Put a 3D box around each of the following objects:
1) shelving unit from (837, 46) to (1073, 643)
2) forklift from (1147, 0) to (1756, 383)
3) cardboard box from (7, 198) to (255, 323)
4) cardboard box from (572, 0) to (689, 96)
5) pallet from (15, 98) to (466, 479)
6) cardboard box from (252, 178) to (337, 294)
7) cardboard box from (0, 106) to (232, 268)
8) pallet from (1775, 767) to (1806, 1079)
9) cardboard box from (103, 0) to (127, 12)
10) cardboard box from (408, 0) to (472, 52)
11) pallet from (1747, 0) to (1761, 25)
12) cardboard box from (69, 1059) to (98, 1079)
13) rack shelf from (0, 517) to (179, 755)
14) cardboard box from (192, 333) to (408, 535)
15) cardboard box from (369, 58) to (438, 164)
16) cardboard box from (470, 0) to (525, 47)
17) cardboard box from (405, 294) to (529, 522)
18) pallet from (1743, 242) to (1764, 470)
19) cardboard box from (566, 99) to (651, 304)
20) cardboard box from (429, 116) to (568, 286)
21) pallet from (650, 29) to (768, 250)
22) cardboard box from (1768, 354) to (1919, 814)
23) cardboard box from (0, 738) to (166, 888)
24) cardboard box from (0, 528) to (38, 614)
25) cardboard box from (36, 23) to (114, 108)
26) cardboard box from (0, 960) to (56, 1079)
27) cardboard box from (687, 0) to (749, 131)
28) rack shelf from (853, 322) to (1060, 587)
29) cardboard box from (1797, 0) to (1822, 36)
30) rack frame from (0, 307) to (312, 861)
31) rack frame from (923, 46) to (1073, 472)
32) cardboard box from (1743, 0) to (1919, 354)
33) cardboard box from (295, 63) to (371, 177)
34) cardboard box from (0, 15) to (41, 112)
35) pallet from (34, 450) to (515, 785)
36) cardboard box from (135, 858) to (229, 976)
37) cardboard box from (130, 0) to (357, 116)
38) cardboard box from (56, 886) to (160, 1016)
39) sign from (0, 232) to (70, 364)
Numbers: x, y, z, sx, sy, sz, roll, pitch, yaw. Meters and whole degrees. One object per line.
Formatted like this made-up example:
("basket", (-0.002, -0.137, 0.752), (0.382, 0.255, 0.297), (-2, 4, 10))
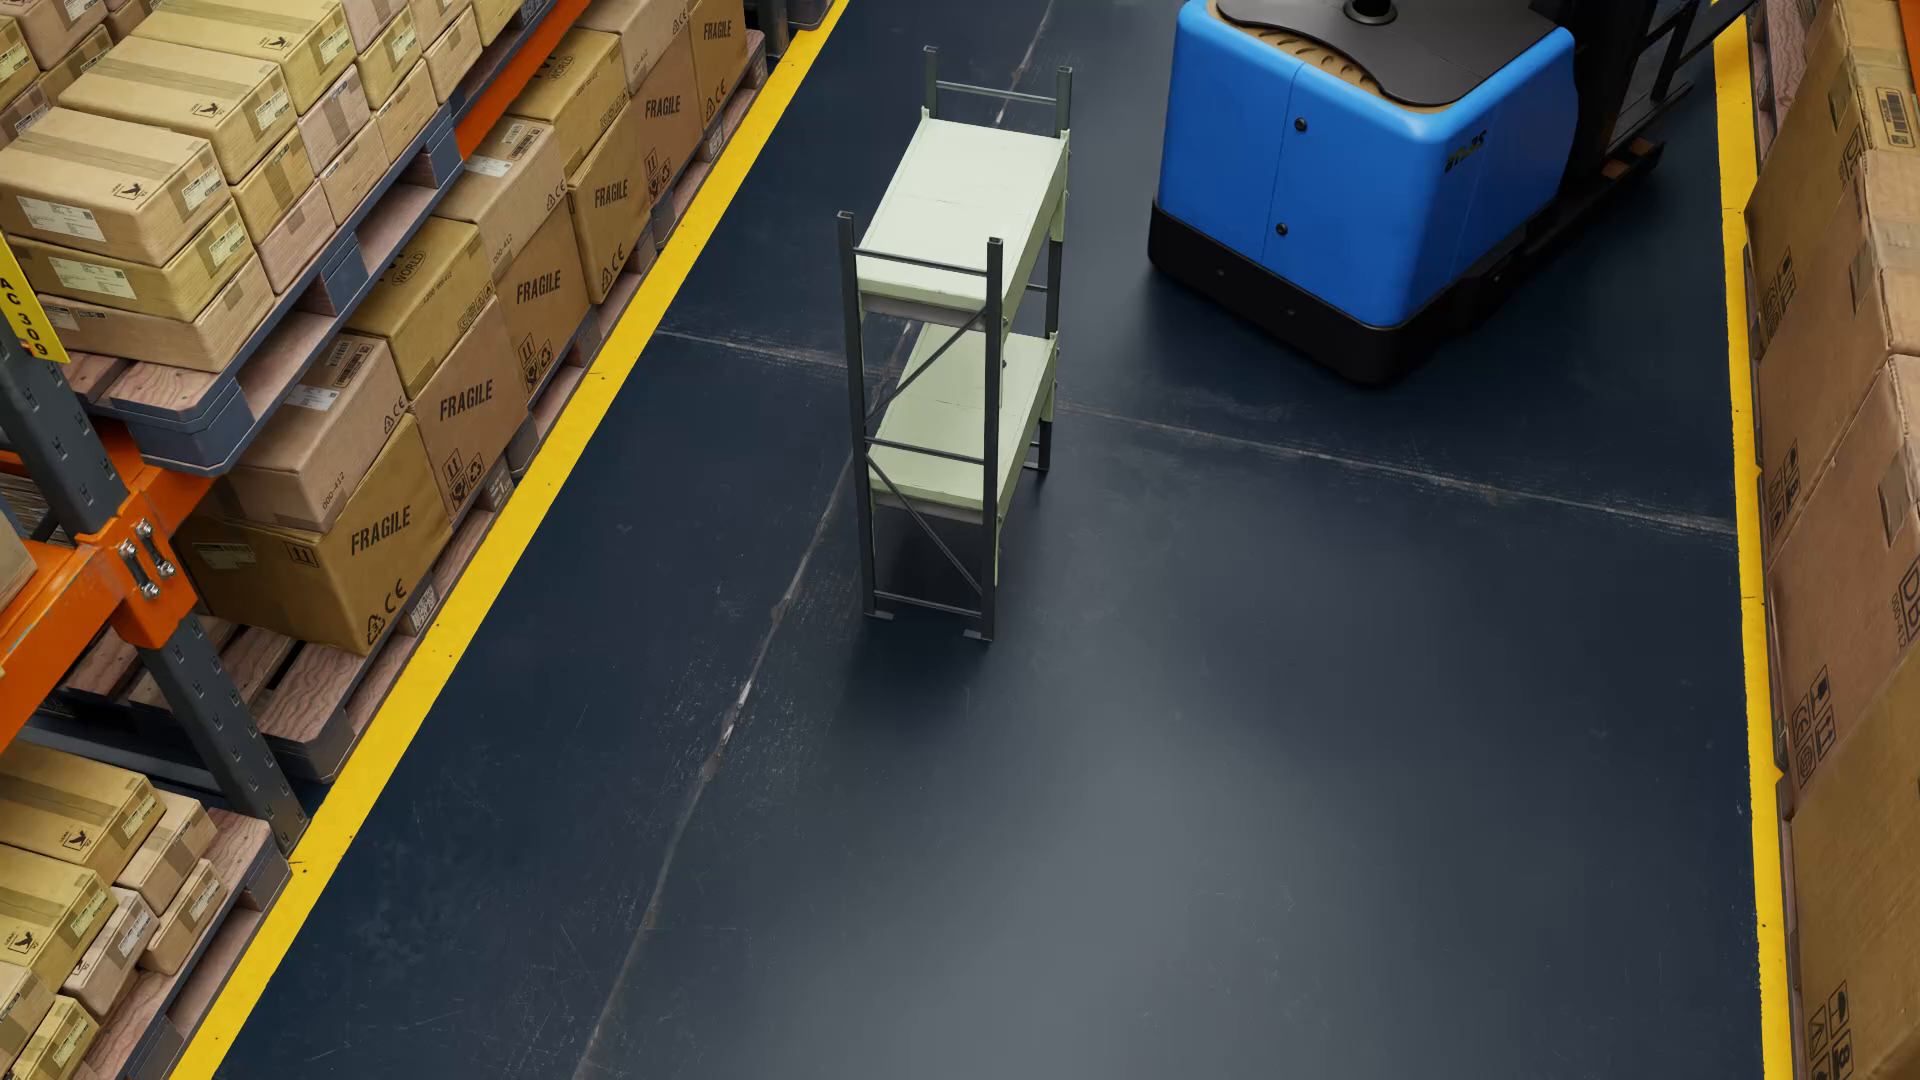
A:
("shelving unit", (0.002, -0.501, 4.692), (0.431, 1.500, 0.755), (12, 50, 10))
("forklift", (2.075, -2.504, 5.505), (1.130, 2.935, 3.031), (36, 58, 28))
("cardboard box", (-1.732, -0.620, 3.486), (0.380, 0.149, 0.250), (12, 50, 11))
("cardboard box", (-1.276, -1.811, 5.735), (0.500, 0.250, 0.500), (12, 50, 11))
("pallet", (-1.938, -0.732, 4.023), (1.003, 0.211, 1.213), (12, 50, 10))
("cardboard box", (-1.664, -0.723, 3.775), (0.380, 0.149, 0.250), (12, 50, 11))
("cardboard box", (-1.732, -0.718, 3.374), (0.380, 0.149, 0.250), (14, 50, 12))
("pallet", (2.610, 1.130, 4.112), (1.003, 0.211, 1.213), (12, 50, 10))
("cardboard box", (-2.153, -1.424, 3.997), (0.380, 0.149, 0.250), (11, 50, 10))
("cardboard box", (-1.461, -1.378, 4.155), (0.380, 0.149, 0.250), (13, 50, 12))
("pallet", (4.062, -2.635, 7.435), (1.003, 0.211, 1.213), (12, 50, 10))
("cardboard box", (-2.210, 1.259, 3.759), (0.380, 0.149, 0.250), (10, 49, 9))
("rack shelf", (-2.806, 1.413, 2.482), (1.077, 0.370, 4.000), (12, 50, 10))
("cardboard box", (-1.830, -0.314, 4.413), (0.500, 0.250, 0.500), (10, 49, 8))
("cardboard box", (-1.528, -1.085, 4.094), (0.380, 0.149, 0.250), (12, 50, 10))
("cardboard box", (-1.393, -1.467, 4.432), (0.380, 0.149, 0.250), (11, 49, 9))
("cardboard box", (-1.691, -0.448, 5.032), (0.500, 0.500, 0.500), (14, 50, 12))
("pallet", (3.252, -0.635, 5.669), (1.003, 0.211, 1.213), (12, 50, 10))
("cardboard box", (-1.411, -1.188, 5.685), (0.500, 0.500, 0.500), (10, 49, 8))
("cardboard box", (-1.554, -1.067, 5.078), (0.500, 0.250, 0.500), (13, 50, 11))
("pallet", (-1.434, -1.677, 6.589), (1.003, 0.211, 1.213), (12, 50, 10))
("cardboard box", (2.863, 0.231, 4.182), (1.225, 0.875, 0.875), (10, 49, 9))
("cardboard box", (-2.122, 0.645, 3.905), (0.380, 0.149, 0.250), (13, 50, 11))
("cardboard box", (-2.129, 0.064, 3.360), (0.380, 0.149, 0.250), (11, 50, 10))
("cardboard box", (-2.229, -1.122, 3.929), (0.380, 0.149, 0.250), (14, 50, 12))
("cardboard box", (-2.209, 1.019, 3.575), (0.380, 0.149, 0.250), (11, 50, 10))
("cardboard box", (-1.147, -1.949, 6.357), (0.500, 0.500, 0.500), (11, 50, 10))
("rack shelf", (0.002, -0.285, 4.936), (0.431, 0.370, 0.720), (12, 50, 10))
("cardboard box", (3.823, -2.324, 6.674), (0.700, 0.500, 0.500), (8, 49, 7))
("rack frame", (-2.279, -0.271, 3.489), (1.000, 3.000, 0.127), (12, 50, 10))
("rack frame", (0.098, -0.766, 4.926), (0.400, 1.500, 0.023), (12, 50, 10))
("cardboard box", (3.330, -1.054, 5.316), (1.225, 0.875, 0.875), (9, 49, 8))
("cardboard box", (-1.598, -0.995, 3.816), (0.380, 0.149, 0.250), (13, 50, 11))
("cardboard box", (-2.292, -1.048, 3.665), (0.380, 0.149, 0.250), (10, 49, 9))
("pallet", (-2.076, 0.088, 5.032), (1.003, 0.211, 1.213), (12, 50, 10))
("cardboard box", (-2.054, 0.884, 4.091), (0.380, 0.149, 0.250), (12, 50, 11))
("cardboard box", (-1.594, -1.106, 3.716), (0.380, 0.149, 0.250), (12, 50, 10))
("cardboard box", (-2.115, 0.923, 3.857), (0.380, 0.149, 0.250), (9, 49, 8))
("sign", (-1.754, -0.456, 3.075), (0.100, 0.325, 0.005), (12, 50, 10))
